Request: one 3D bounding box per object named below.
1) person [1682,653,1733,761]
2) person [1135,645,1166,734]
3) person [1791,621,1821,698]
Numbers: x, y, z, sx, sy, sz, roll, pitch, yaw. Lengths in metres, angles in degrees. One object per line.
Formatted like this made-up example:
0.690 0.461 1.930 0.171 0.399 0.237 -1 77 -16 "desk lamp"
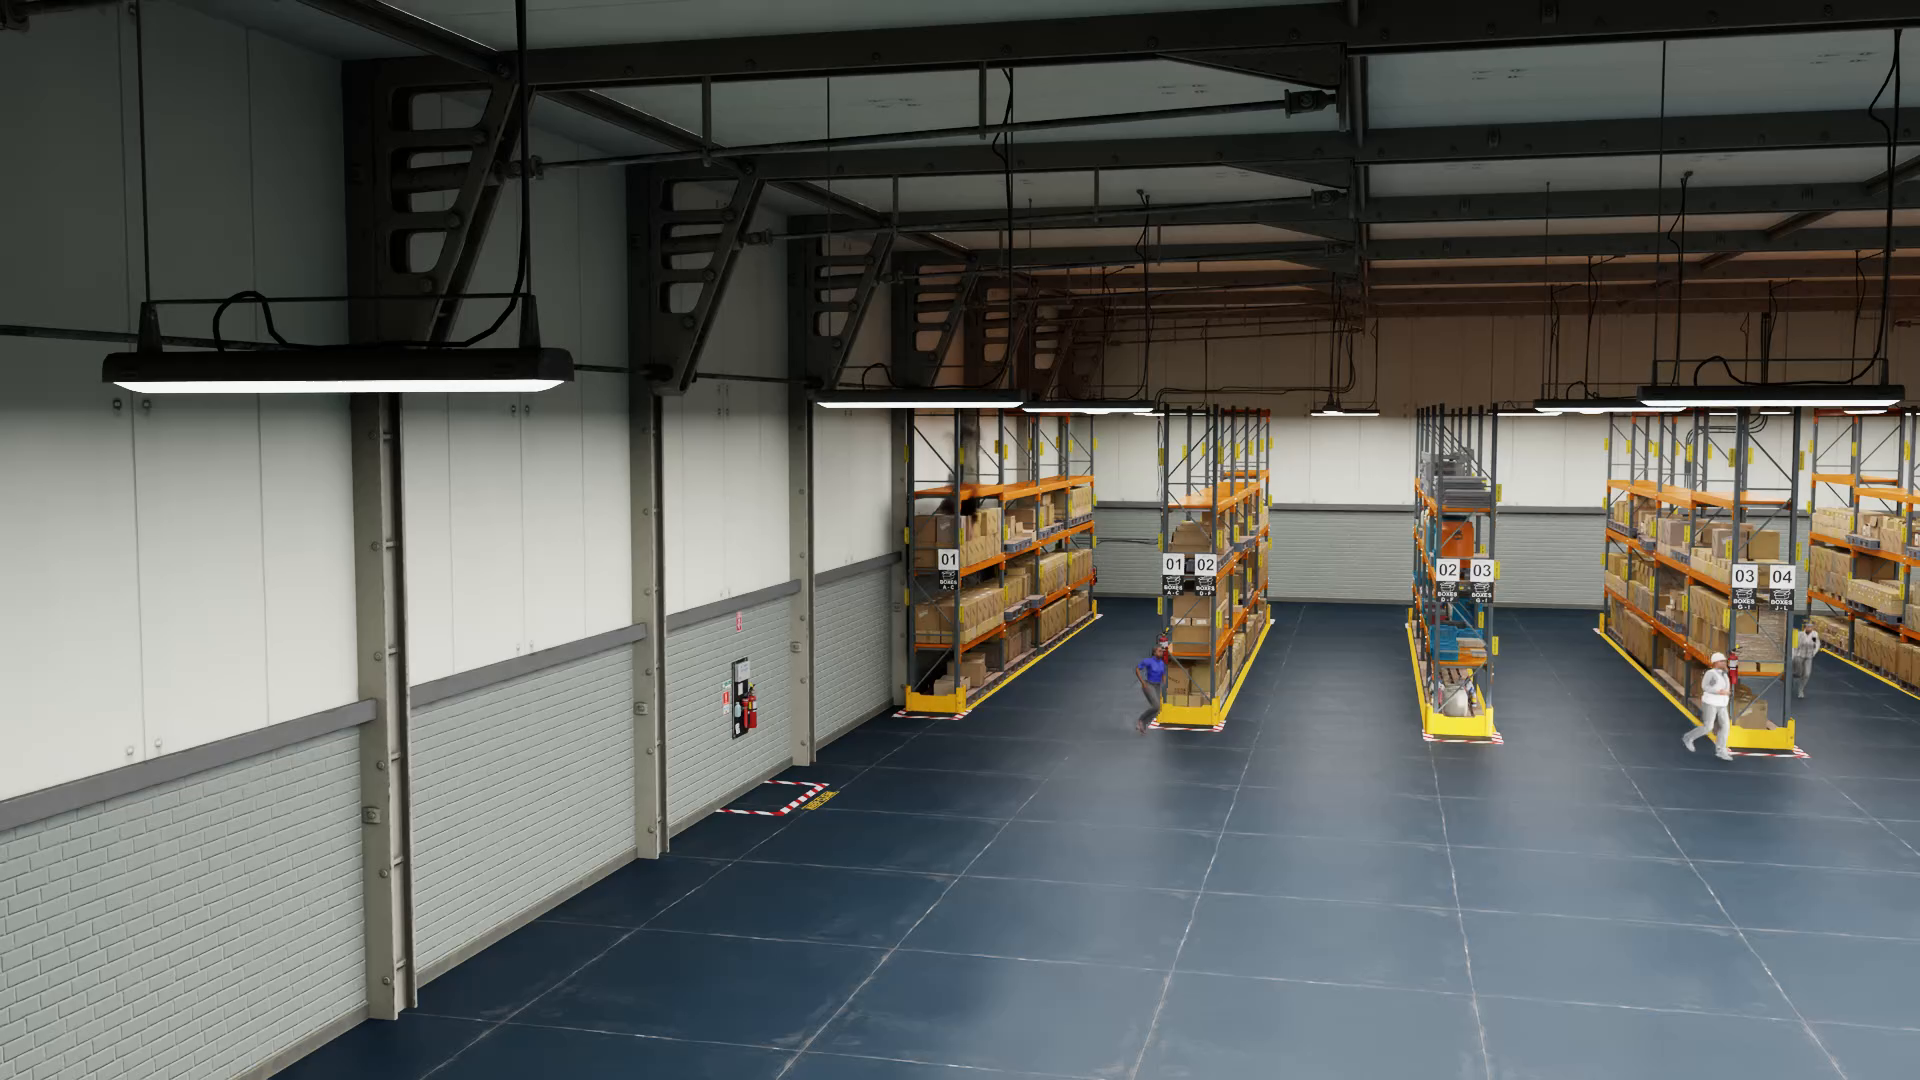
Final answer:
12.771 2.792 28.183 0.670 1.781 0.876 -2 5 -31 "person"
3.512 2.724 30.271 0.591 1.609 0.583 -4 6 -43 "person"
17.456 2.436 34.450 0.615 1.627 0.797 0 4 4 "person"
